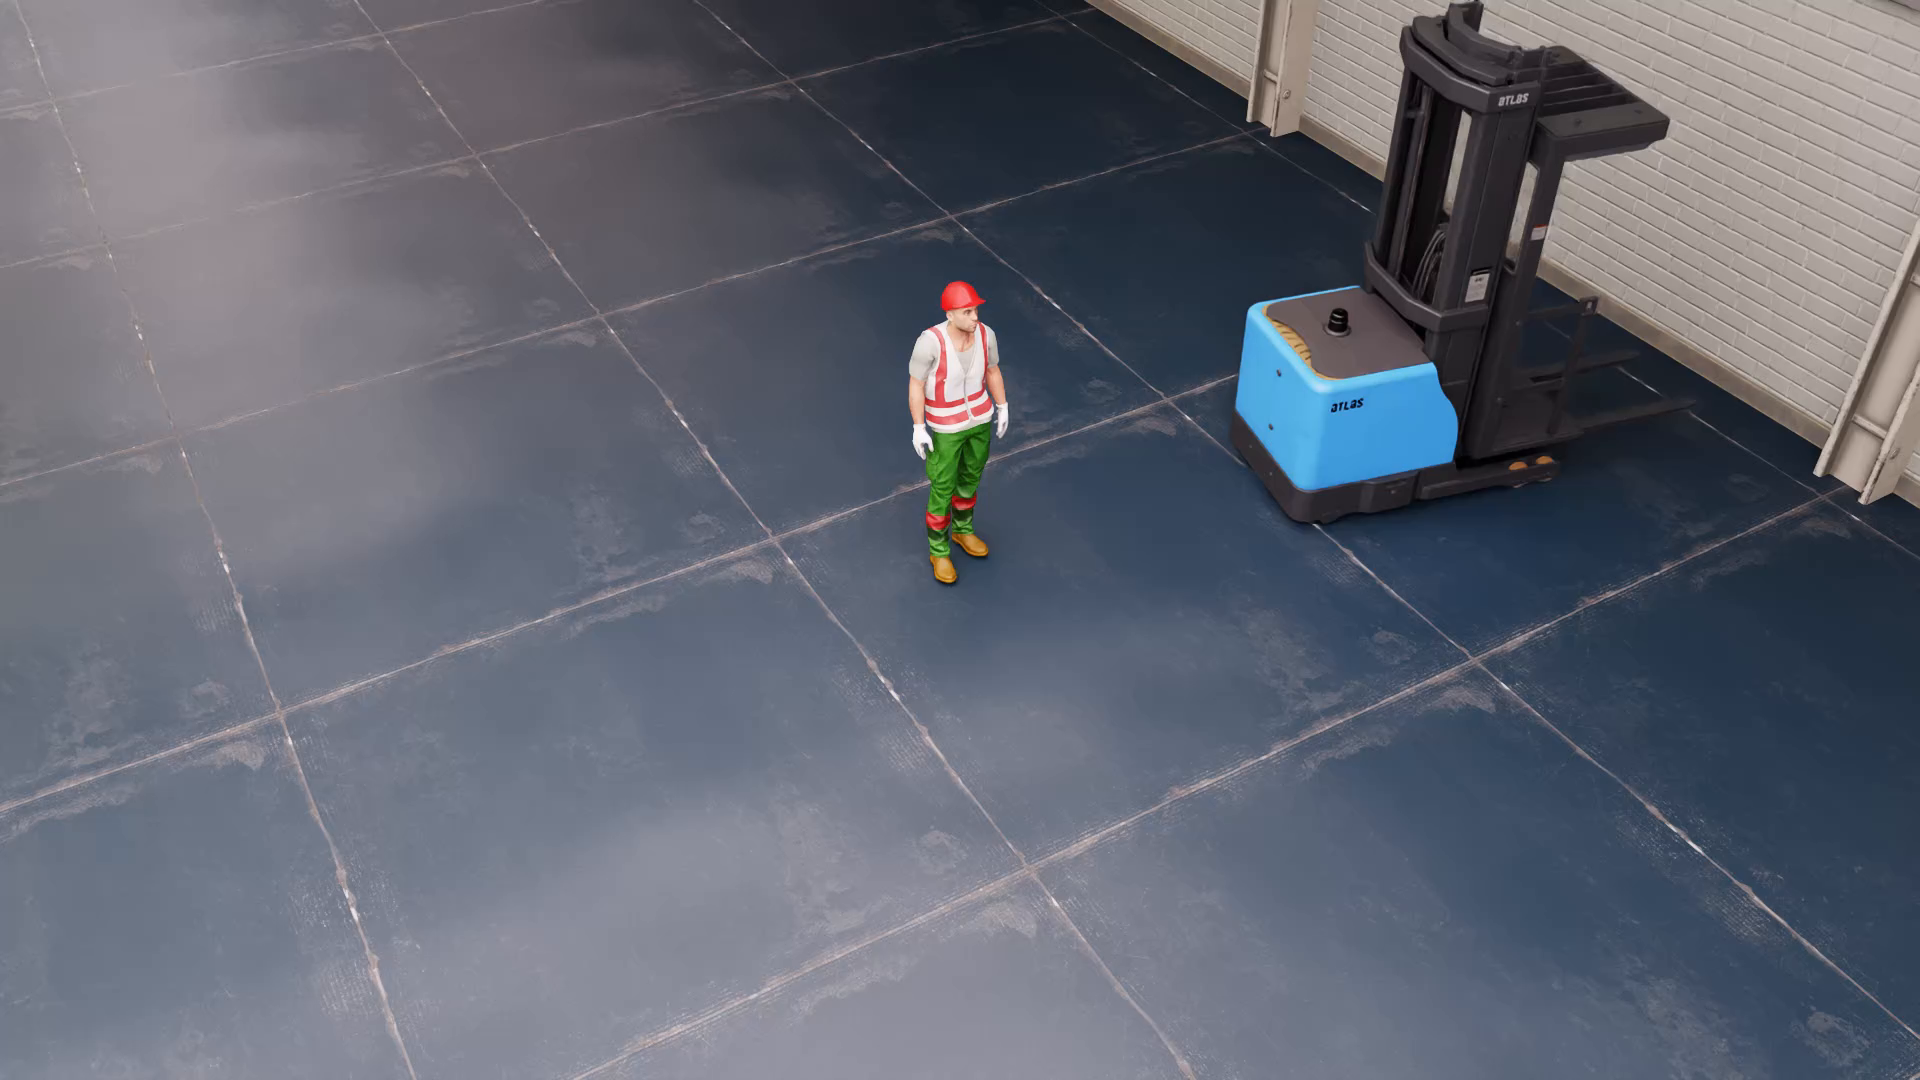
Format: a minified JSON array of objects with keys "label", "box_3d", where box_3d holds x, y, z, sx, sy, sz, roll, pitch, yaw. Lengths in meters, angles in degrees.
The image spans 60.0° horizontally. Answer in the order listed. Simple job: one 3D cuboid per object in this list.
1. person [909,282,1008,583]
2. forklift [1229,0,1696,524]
[{"label":"person","box_3d":[0.031,-0.644,9.700,0.638,1.784,0.562,-20,44,-23]},{"label":"forklift","box_3d":[3.365,-1.779,10.181,3.031,2.935,1.130,-12,41,-14]}]
